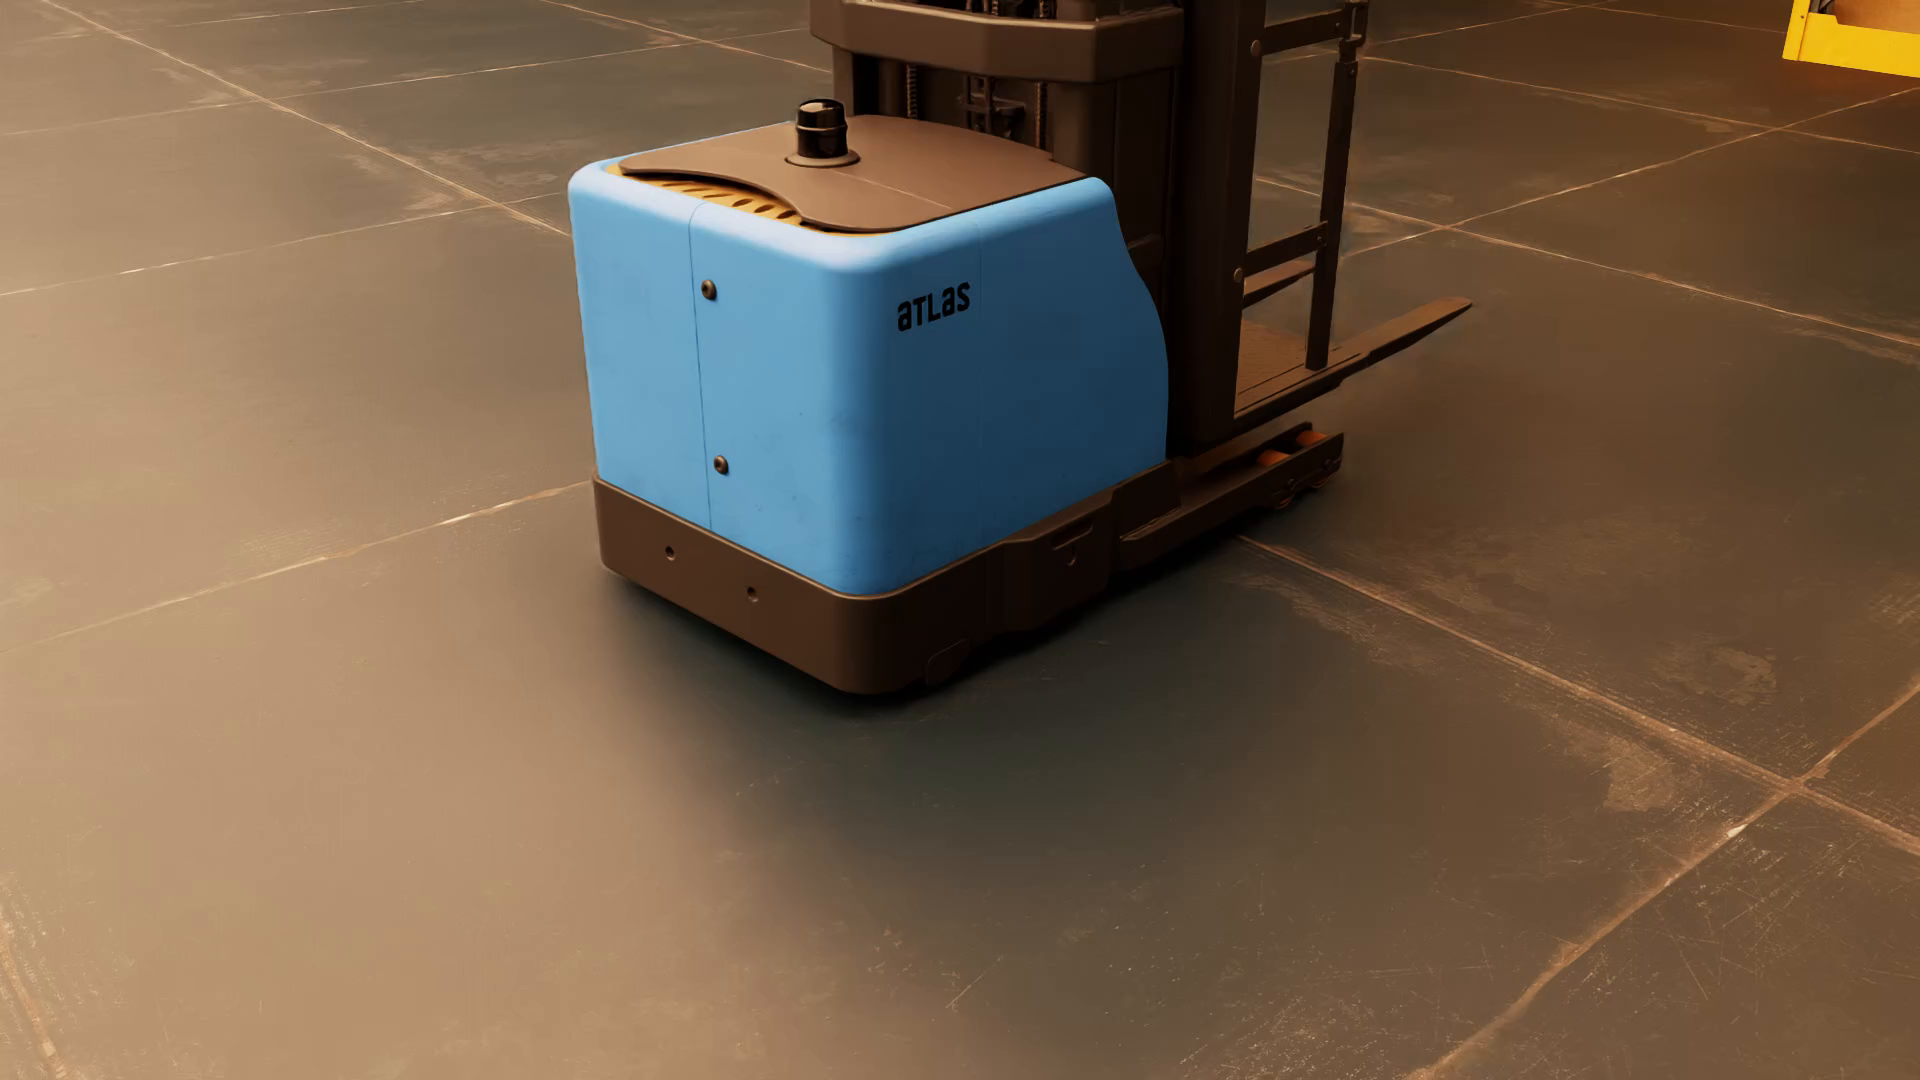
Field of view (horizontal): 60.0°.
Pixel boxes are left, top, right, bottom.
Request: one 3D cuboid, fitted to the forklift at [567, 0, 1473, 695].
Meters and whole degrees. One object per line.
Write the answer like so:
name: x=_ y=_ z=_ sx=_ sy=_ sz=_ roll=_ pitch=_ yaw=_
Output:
forklift: x=0.458 y=-1.538 z=4.303 sx=1.130 sy=2.935 sz=3.031 roll=23 pitch=34 yaw=38
